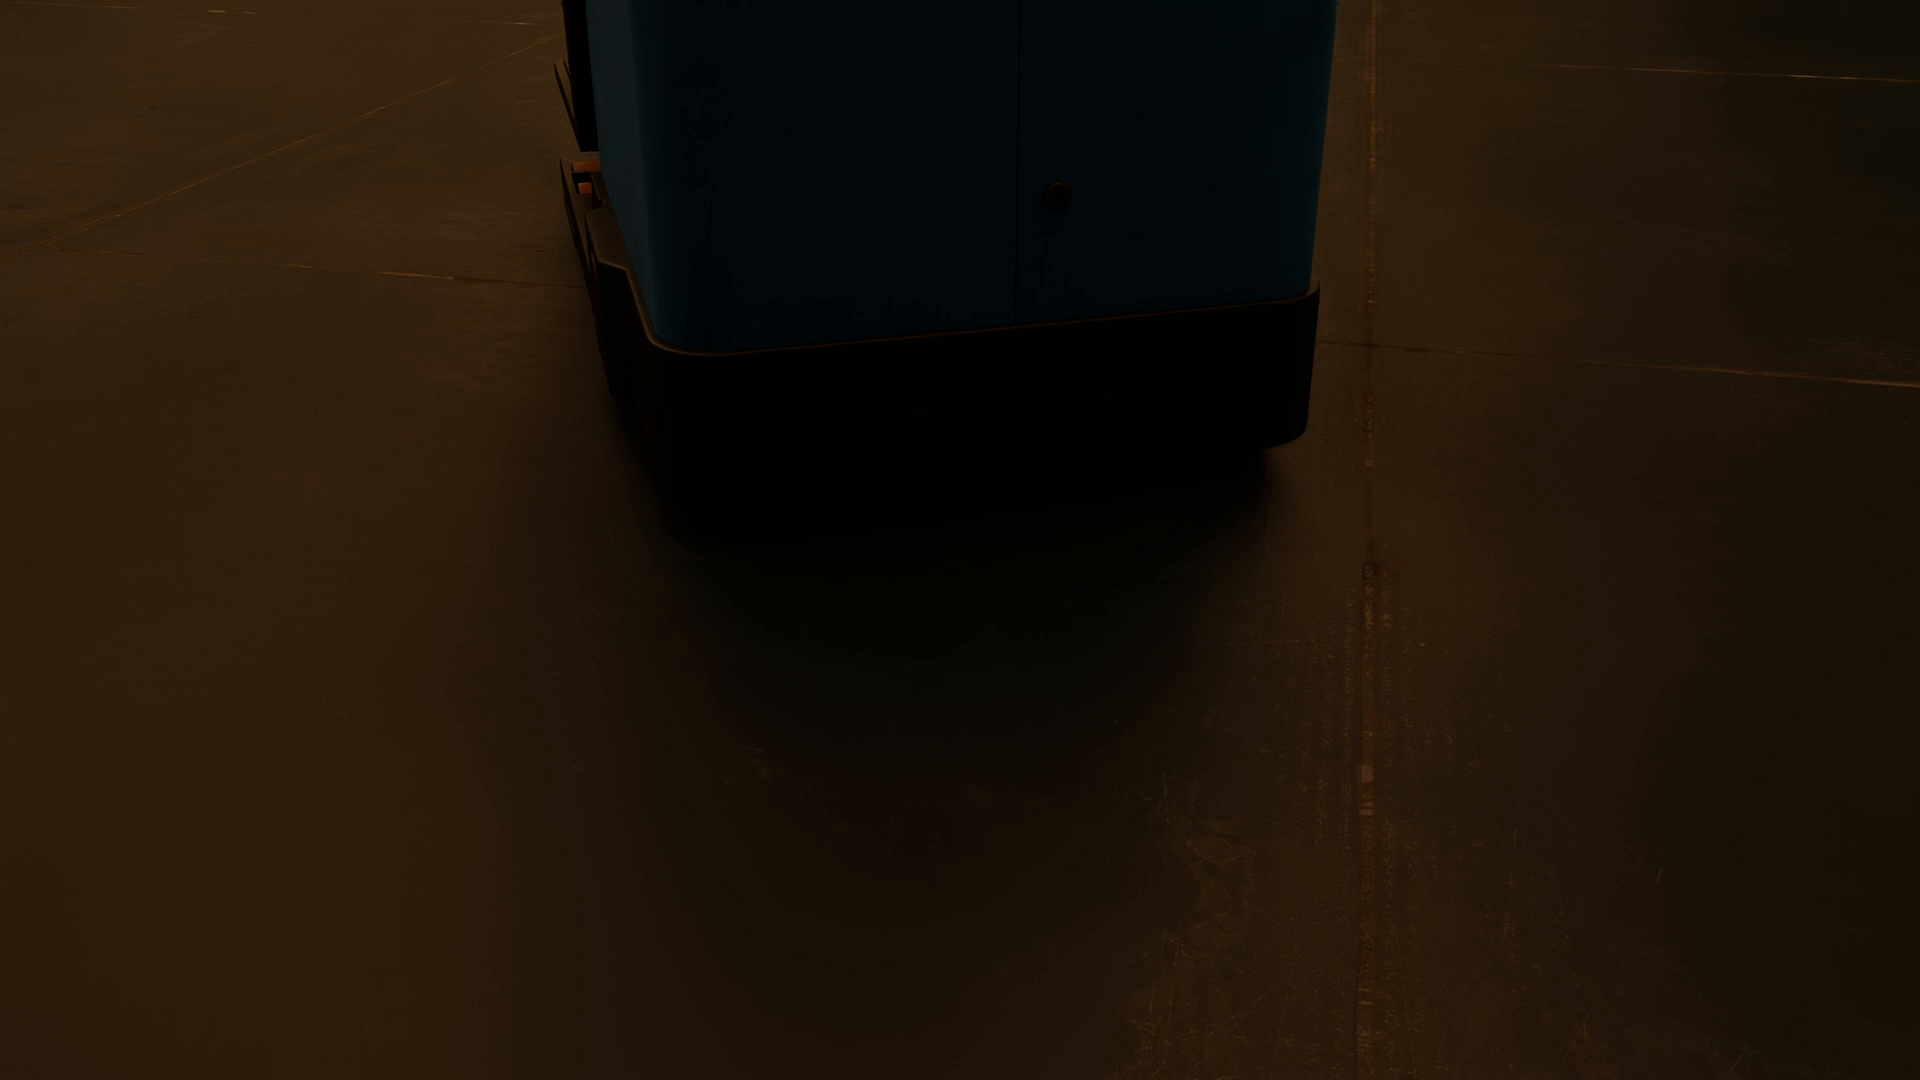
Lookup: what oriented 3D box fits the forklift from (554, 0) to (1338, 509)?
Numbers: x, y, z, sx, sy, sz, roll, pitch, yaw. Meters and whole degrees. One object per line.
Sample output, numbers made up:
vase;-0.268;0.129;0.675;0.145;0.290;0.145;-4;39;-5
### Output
forklift;-0.322;-1.997;3.205;1.130;2.935;3.031;-7;28;-14
